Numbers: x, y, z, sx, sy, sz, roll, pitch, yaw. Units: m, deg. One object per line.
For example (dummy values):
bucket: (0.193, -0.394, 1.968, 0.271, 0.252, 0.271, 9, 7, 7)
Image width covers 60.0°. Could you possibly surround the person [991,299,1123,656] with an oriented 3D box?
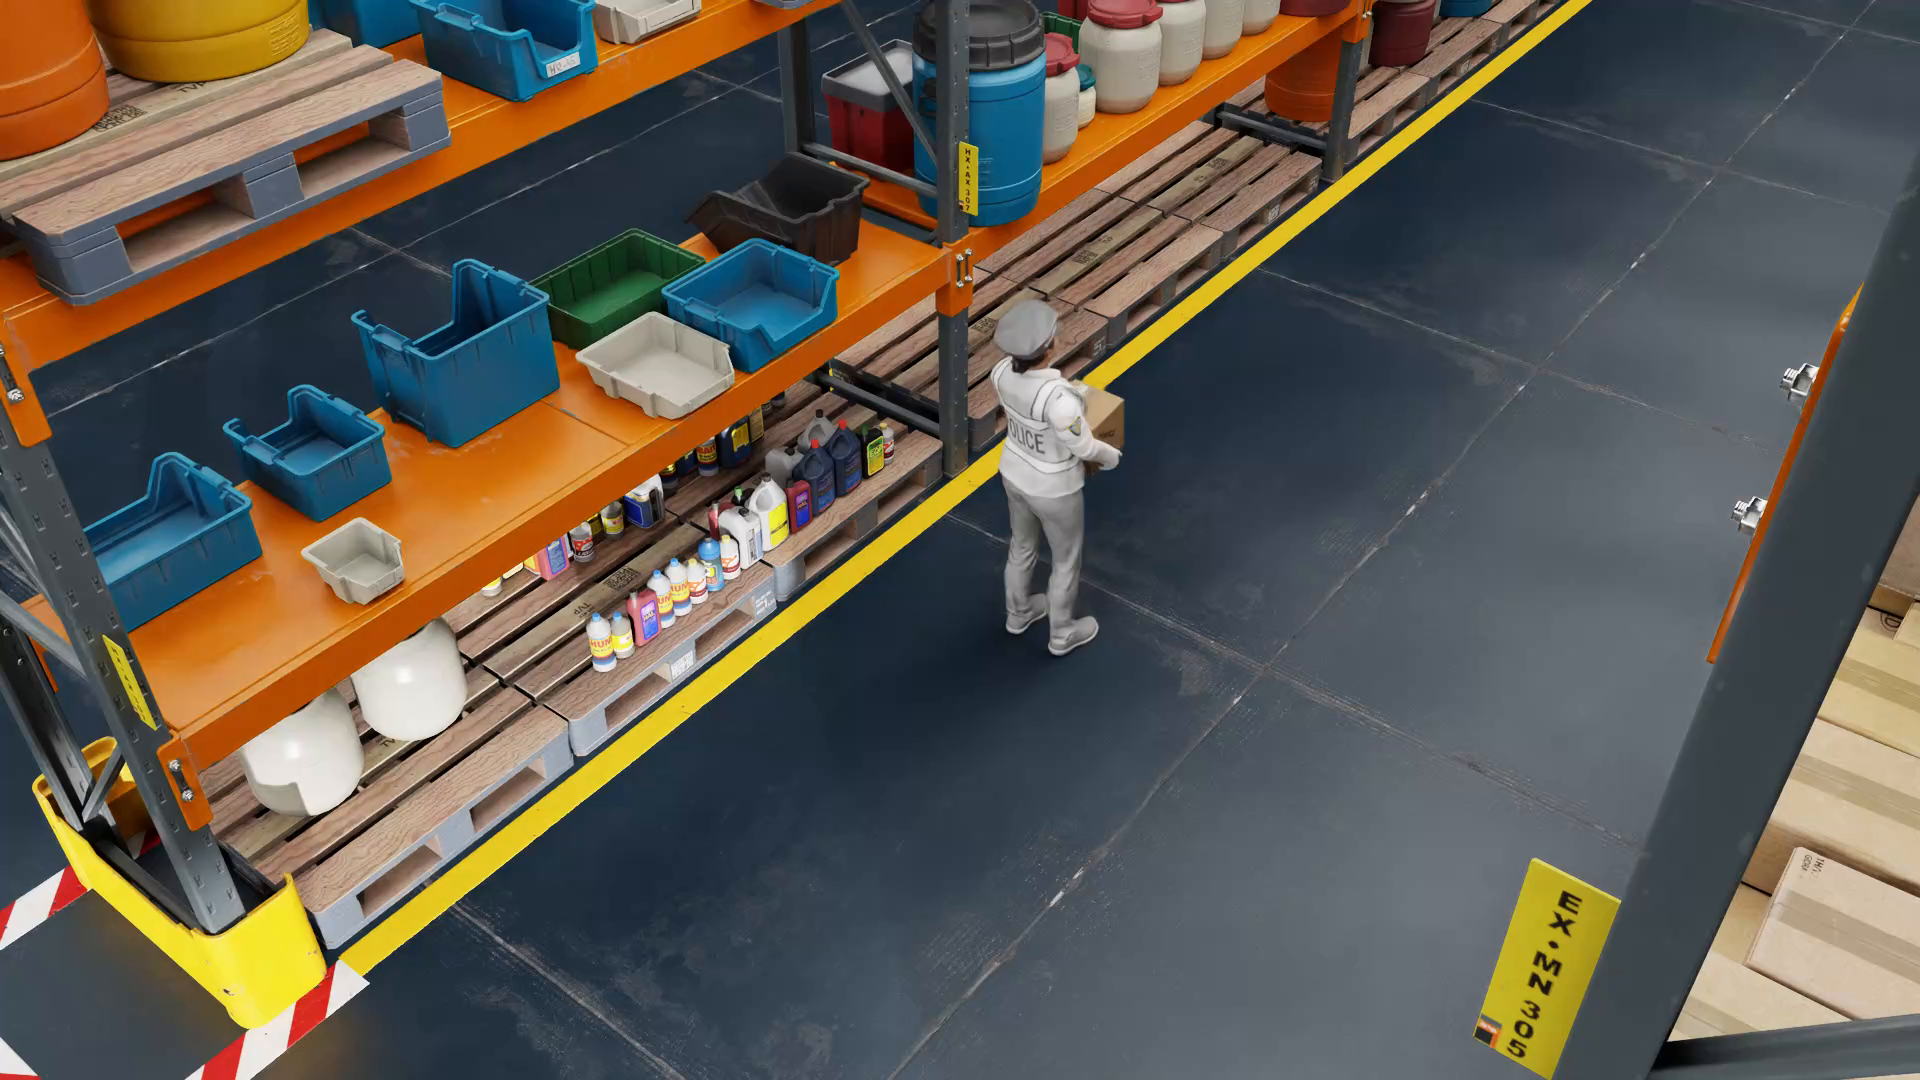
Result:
person: (0.383, -0.278, 6.924, 0.548, 1.699, 0.469, -28, 47, -30)
